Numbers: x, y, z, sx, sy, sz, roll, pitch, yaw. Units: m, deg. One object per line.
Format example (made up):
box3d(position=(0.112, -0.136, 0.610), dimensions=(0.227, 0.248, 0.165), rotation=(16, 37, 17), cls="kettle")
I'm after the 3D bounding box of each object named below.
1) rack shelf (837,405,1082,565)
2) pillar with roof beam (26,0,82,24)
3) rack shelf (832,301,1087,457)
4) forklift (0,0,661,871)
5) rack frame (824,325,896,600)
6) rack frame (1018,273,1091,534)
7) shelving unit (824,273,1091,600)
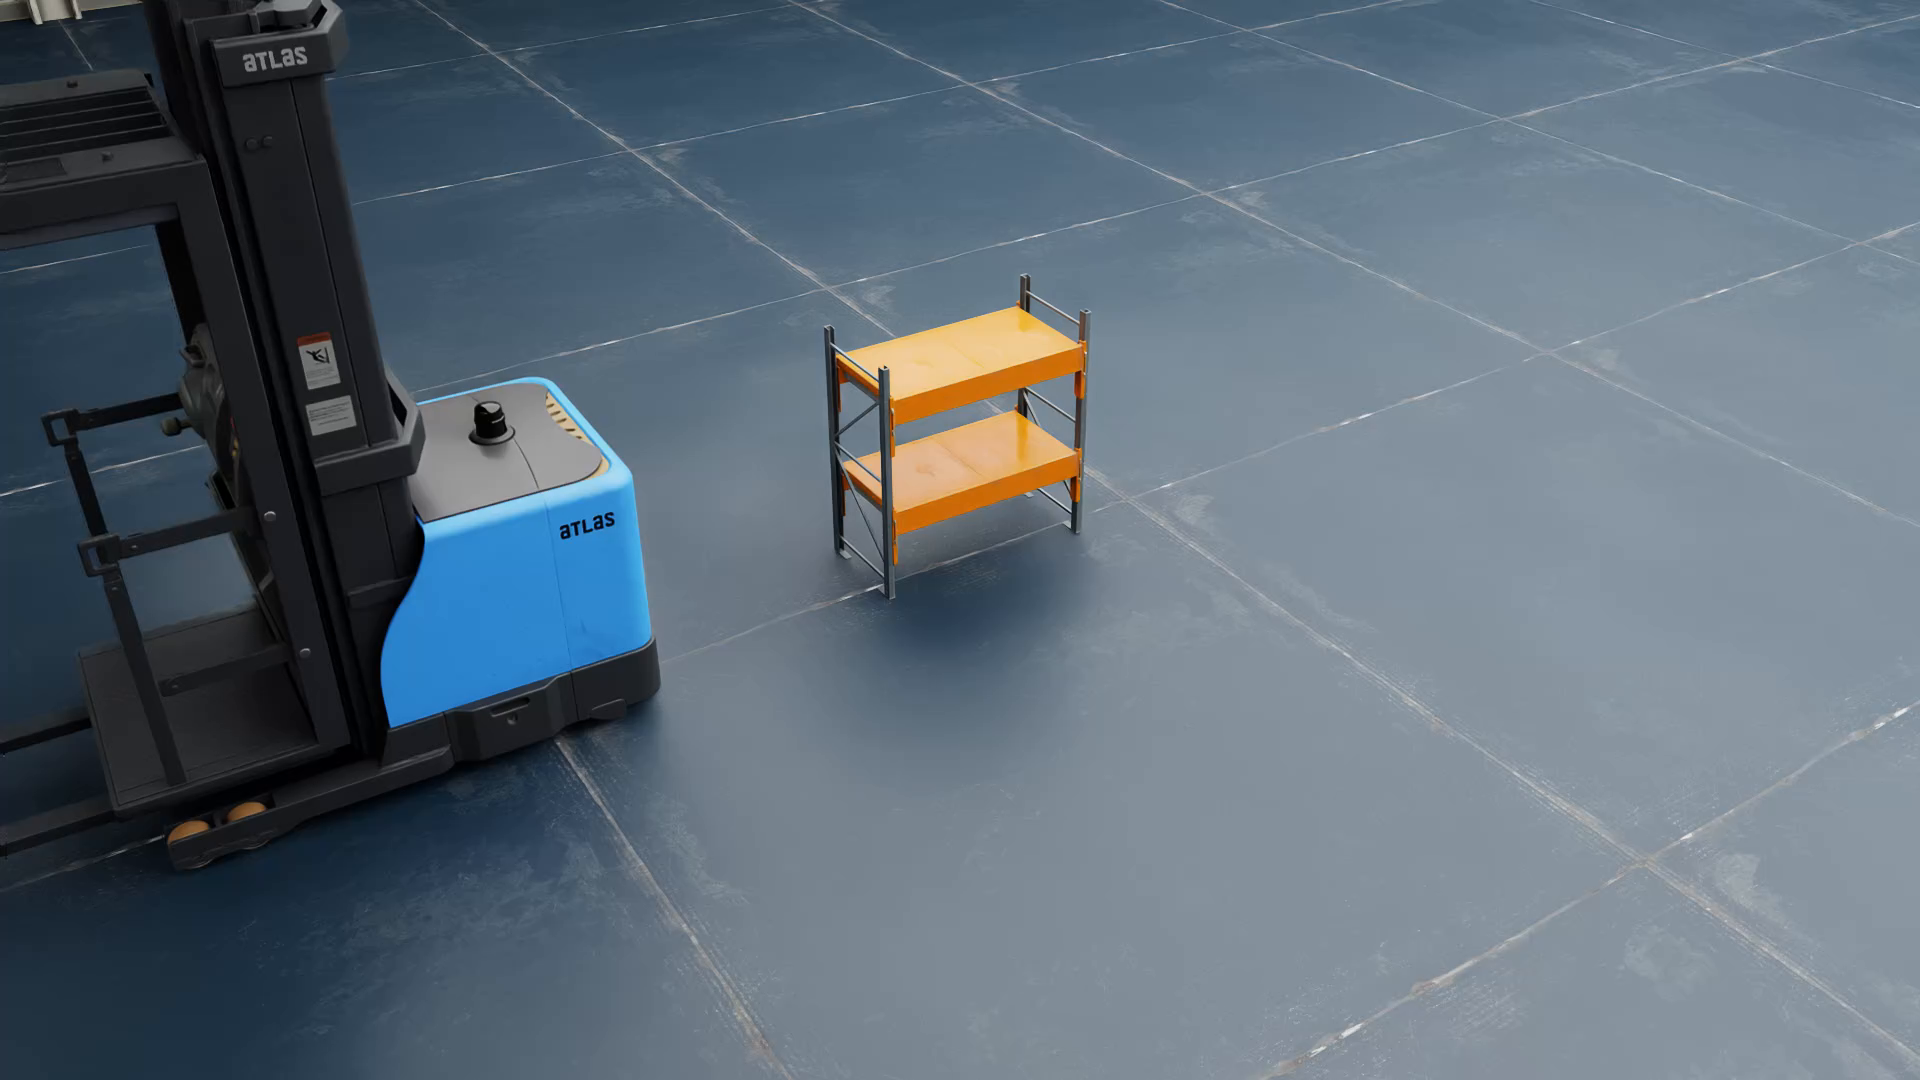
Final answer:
box3d(position=(-0.006, -0.267, 7.577), dimensions=(1.000, 0.278, 0.538), rotation=(-19, 37, -27), cls="rack shelf")
box3d(position=(-6.056, -6.726, 9.978), dimensions=(0.400, 9.000, 9.100), rotation=(-19, 37, -27), cls="pillar with roof beam")
box3d(position=(-0.006, -0.721, 7.291), dimensions=(1.000, 0.278, 0.538), rotation=(-19, 37, -27), cls="rack shelf")
box3d(position=(-2.732, -0.397, 5.632), dimensions=(3.031, 2.935, 1.130), rotation=(-18, 36, -26), cls="forklift")
box3d(position=(-0.433, -0.327, 7.214), dimensions=(0.032, 1.125, 0.500), rotation=(-19, 37, -27), cls="rack frame")
box3d(position=(0.422, -0.621, 7.680), dimensions=(0.032, 1.125, 0.500), rotation=(-19, 37, -27), cls="rack frame")
box3d(position=(-0.006, -0.474, 7.447), dimensions=(1.048, 1.125, 0.538), rotation=(-19, 37, -27), cls="shelving unit")
